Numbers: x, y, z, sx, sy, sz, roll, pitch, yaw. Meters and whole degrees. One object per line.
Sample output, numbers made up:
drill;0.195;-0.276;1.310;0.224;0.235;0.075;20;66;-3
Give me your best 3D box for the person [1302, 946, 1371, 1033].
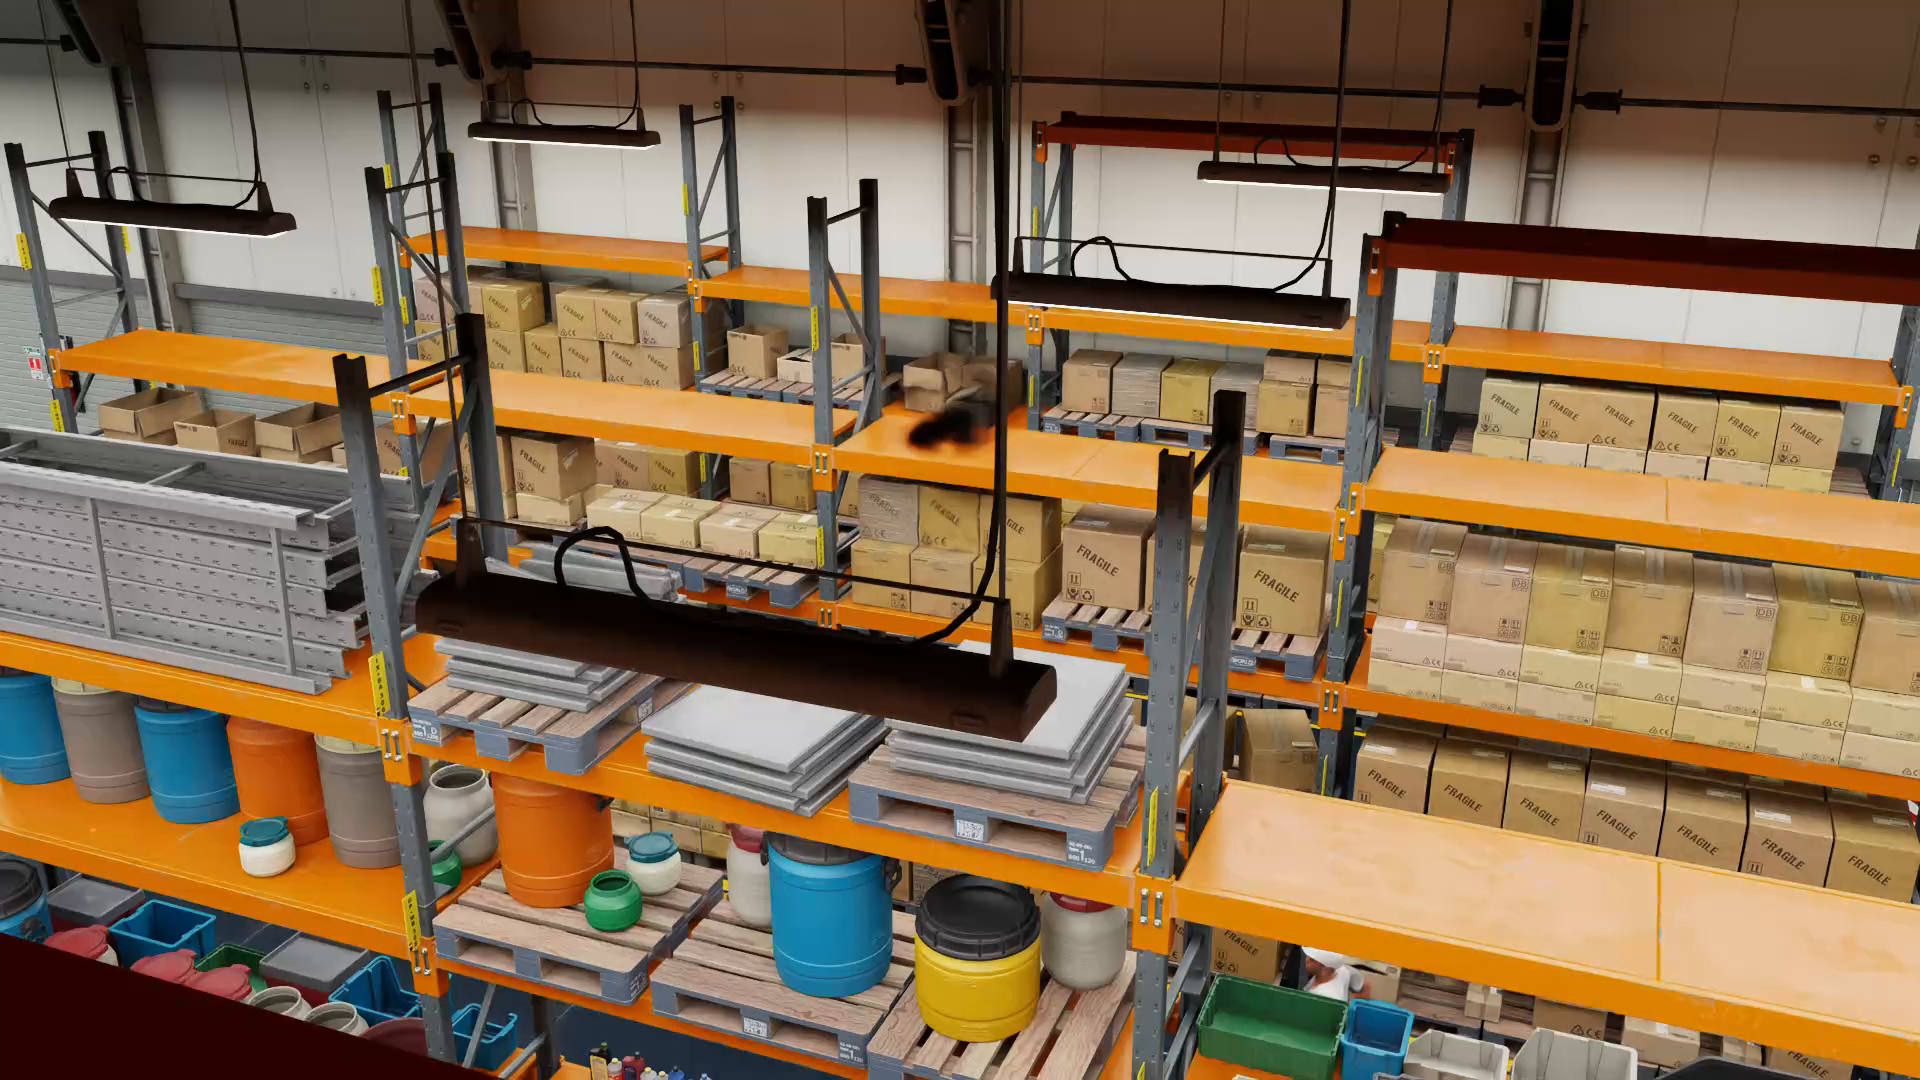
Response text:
person;2.383;3.391;10.900;0.912;1.814;0.655;5;21;12
